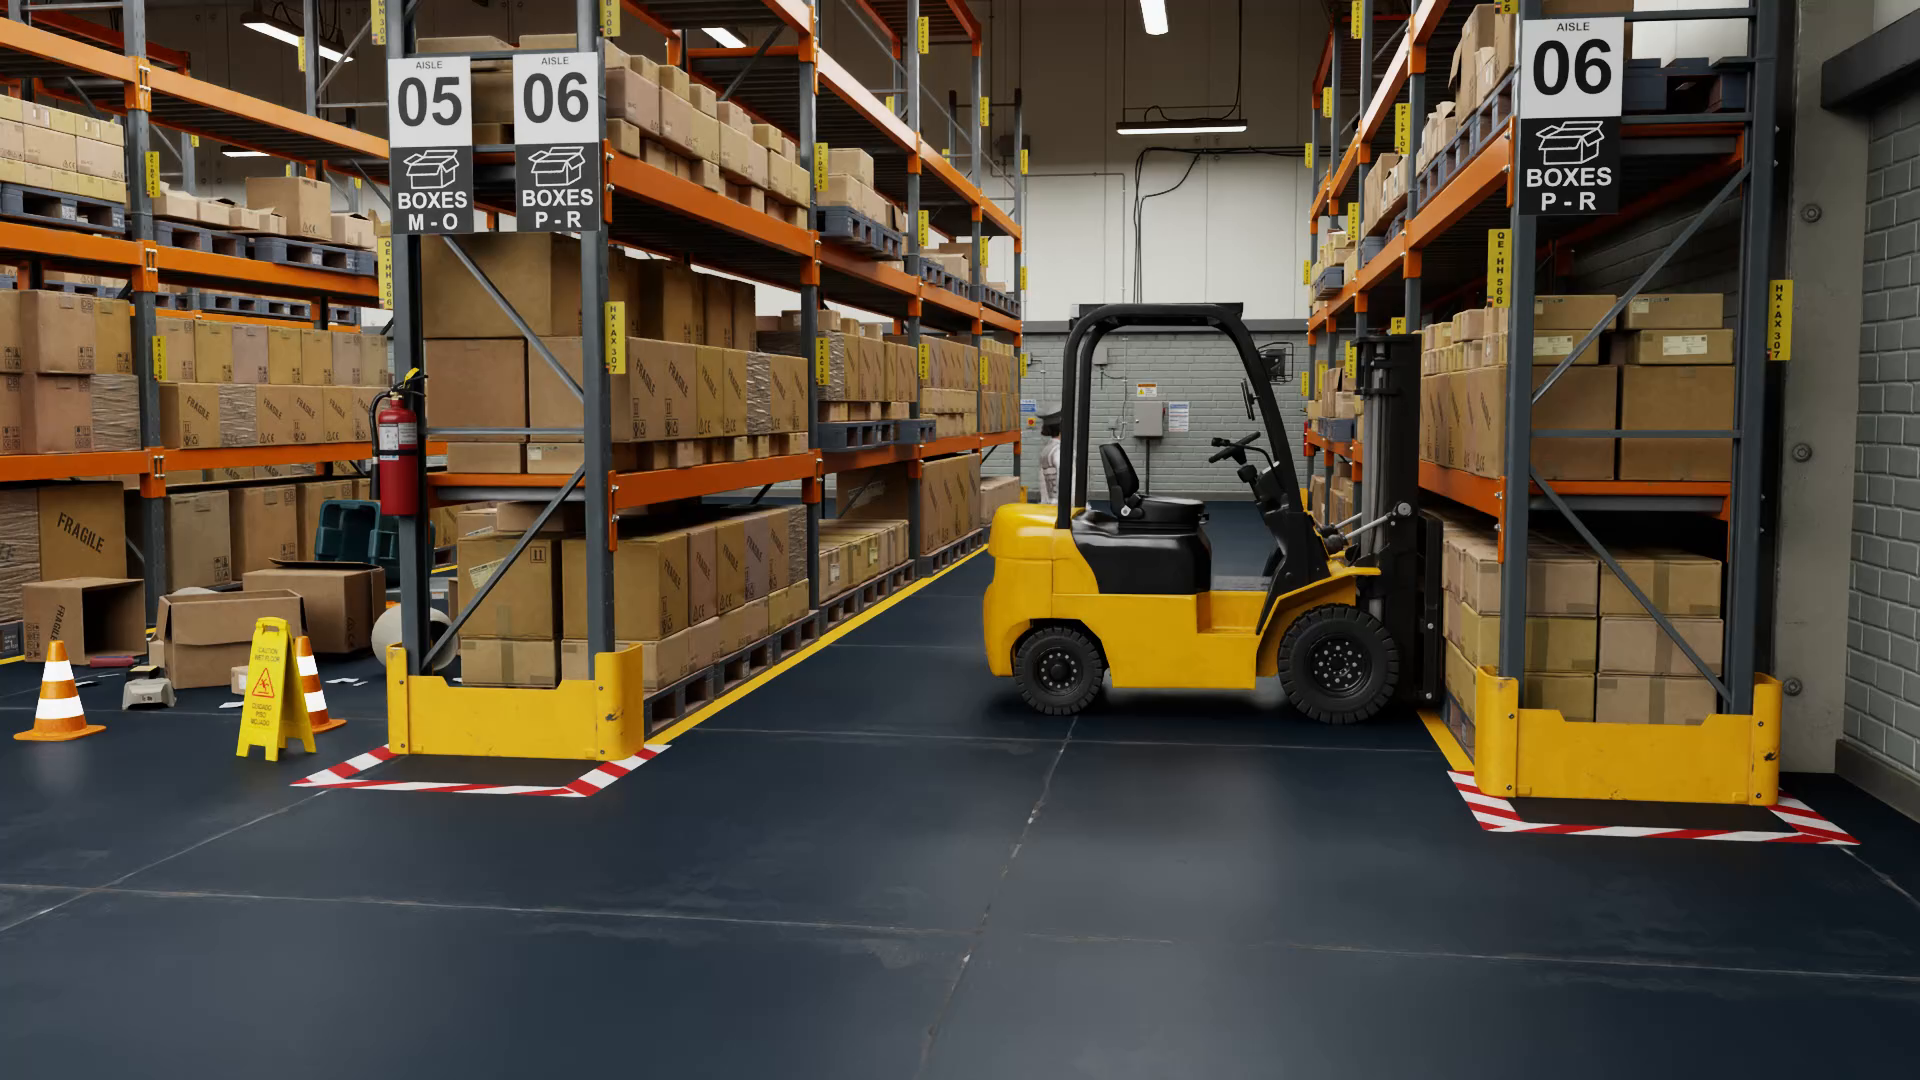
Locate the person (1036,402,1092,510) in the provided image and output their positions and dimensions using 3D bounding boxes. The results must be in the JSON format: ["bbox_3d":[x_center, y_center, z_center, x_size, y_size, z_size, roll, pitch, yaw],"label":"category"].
[{"bbox_3d":[0.725,-0.079,10.696,0.902,1.645,0.505,0,5,-5],"label":"person"}]
